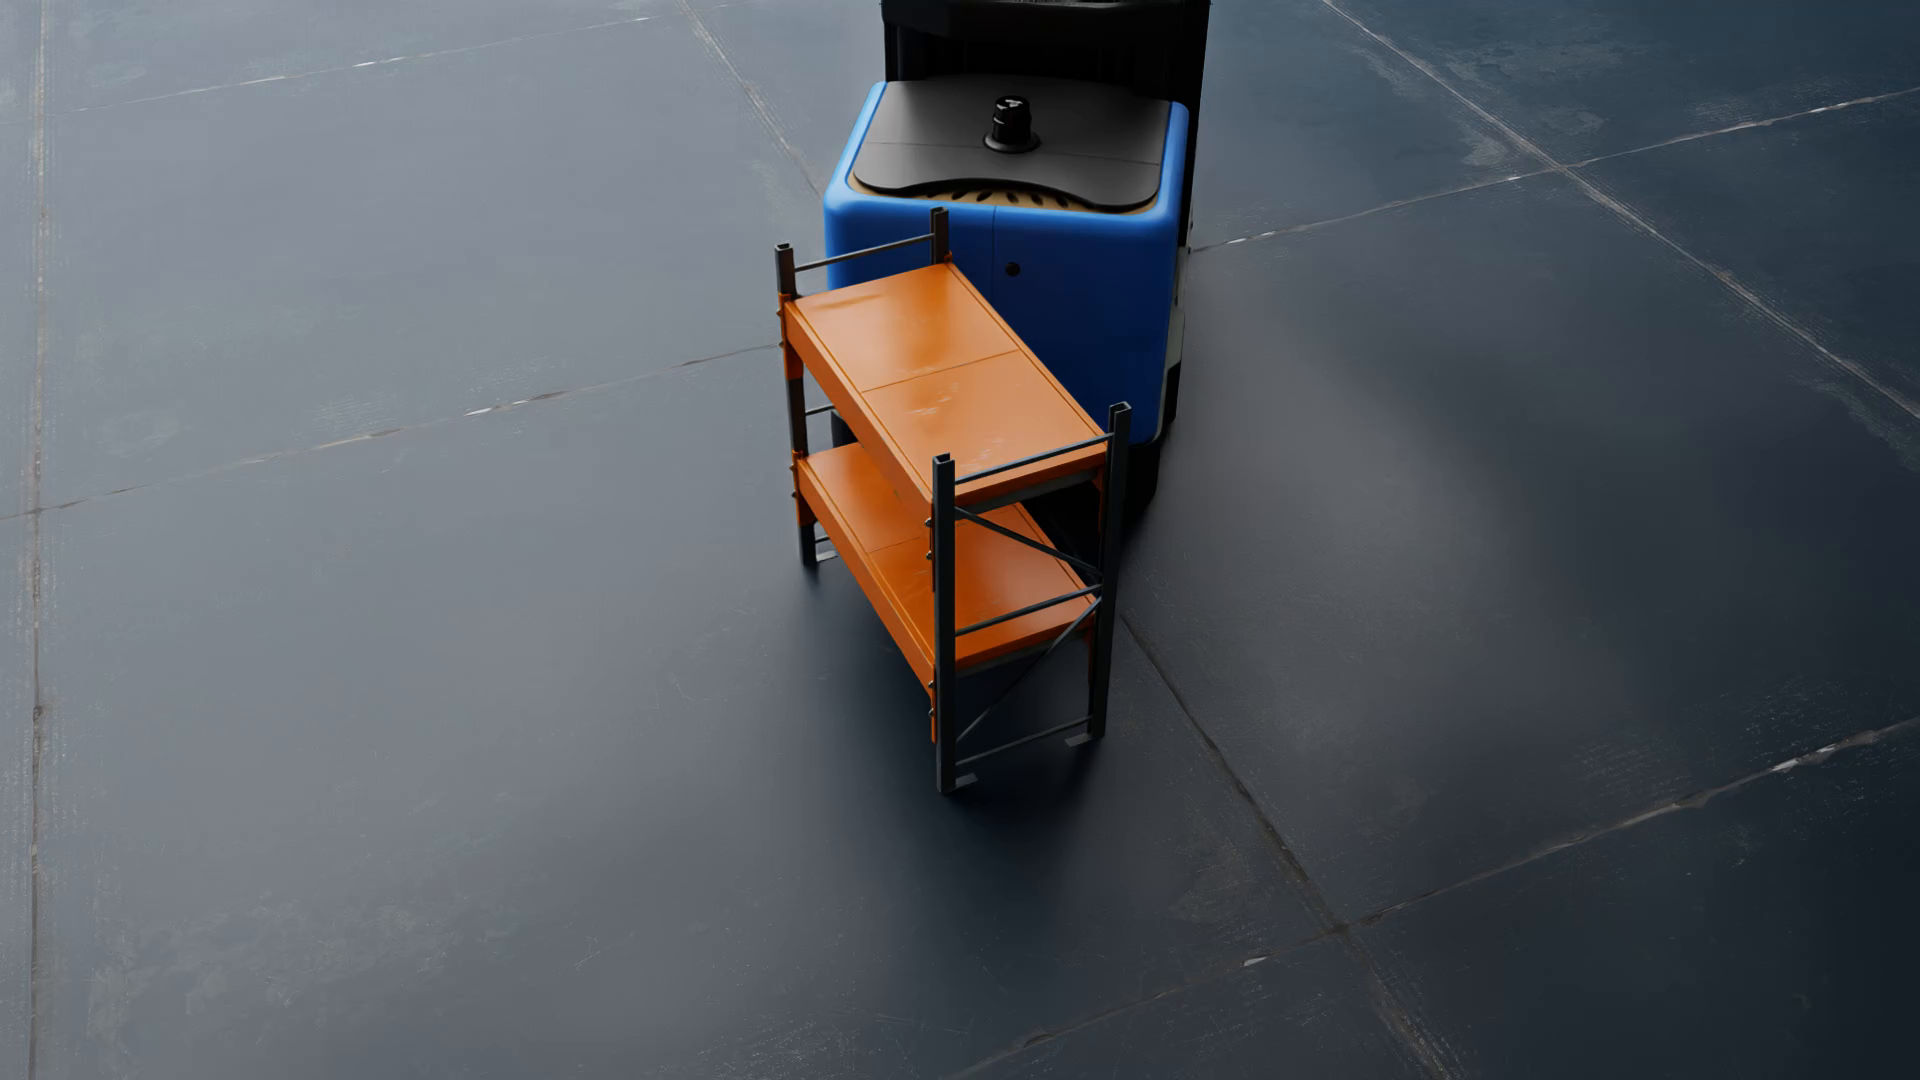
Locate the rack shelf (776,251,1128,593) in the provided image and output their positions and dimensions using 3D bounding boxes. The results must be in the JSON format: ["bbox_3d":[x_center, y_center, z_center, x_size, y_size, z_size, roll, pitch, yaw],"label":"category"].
[{"bbox_3d":[-0.047,-0.343,4.337,0.538,0.278,1.000,-17,44,-19],"label":"rack shelf"}]

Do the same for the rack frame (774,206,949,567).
[{"bbox_3d":[-0.264,-0.420,4.876,0.500,1.125,0.032,-17,44,-19],"label":"rack frame"}]

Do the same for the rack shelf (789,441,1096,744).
[{"bbox_3d":[-0.047,0.065,4.687,0.538,0.278,1.000,-17,44,-19],"label":"rack shelf"}]

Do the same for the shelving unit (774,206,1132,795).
[{"bbox_3d":[-0.047,-0.121,4.528,0.538,1.125,1.048,-17,44,-19],"label":"shelving unit"}]

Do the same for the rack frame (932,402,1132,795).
[{"bbox_3d":[0.169,0.179,4.179,0.500,1.125,0.032,-17,44,-19],"label":"rack frame"}]

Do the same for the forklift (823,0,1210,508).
[{"bbox_3d":[0.325,-2.176,5.532,1.130,2.935,3.031,6,41,7],"label":"forklift"}]
